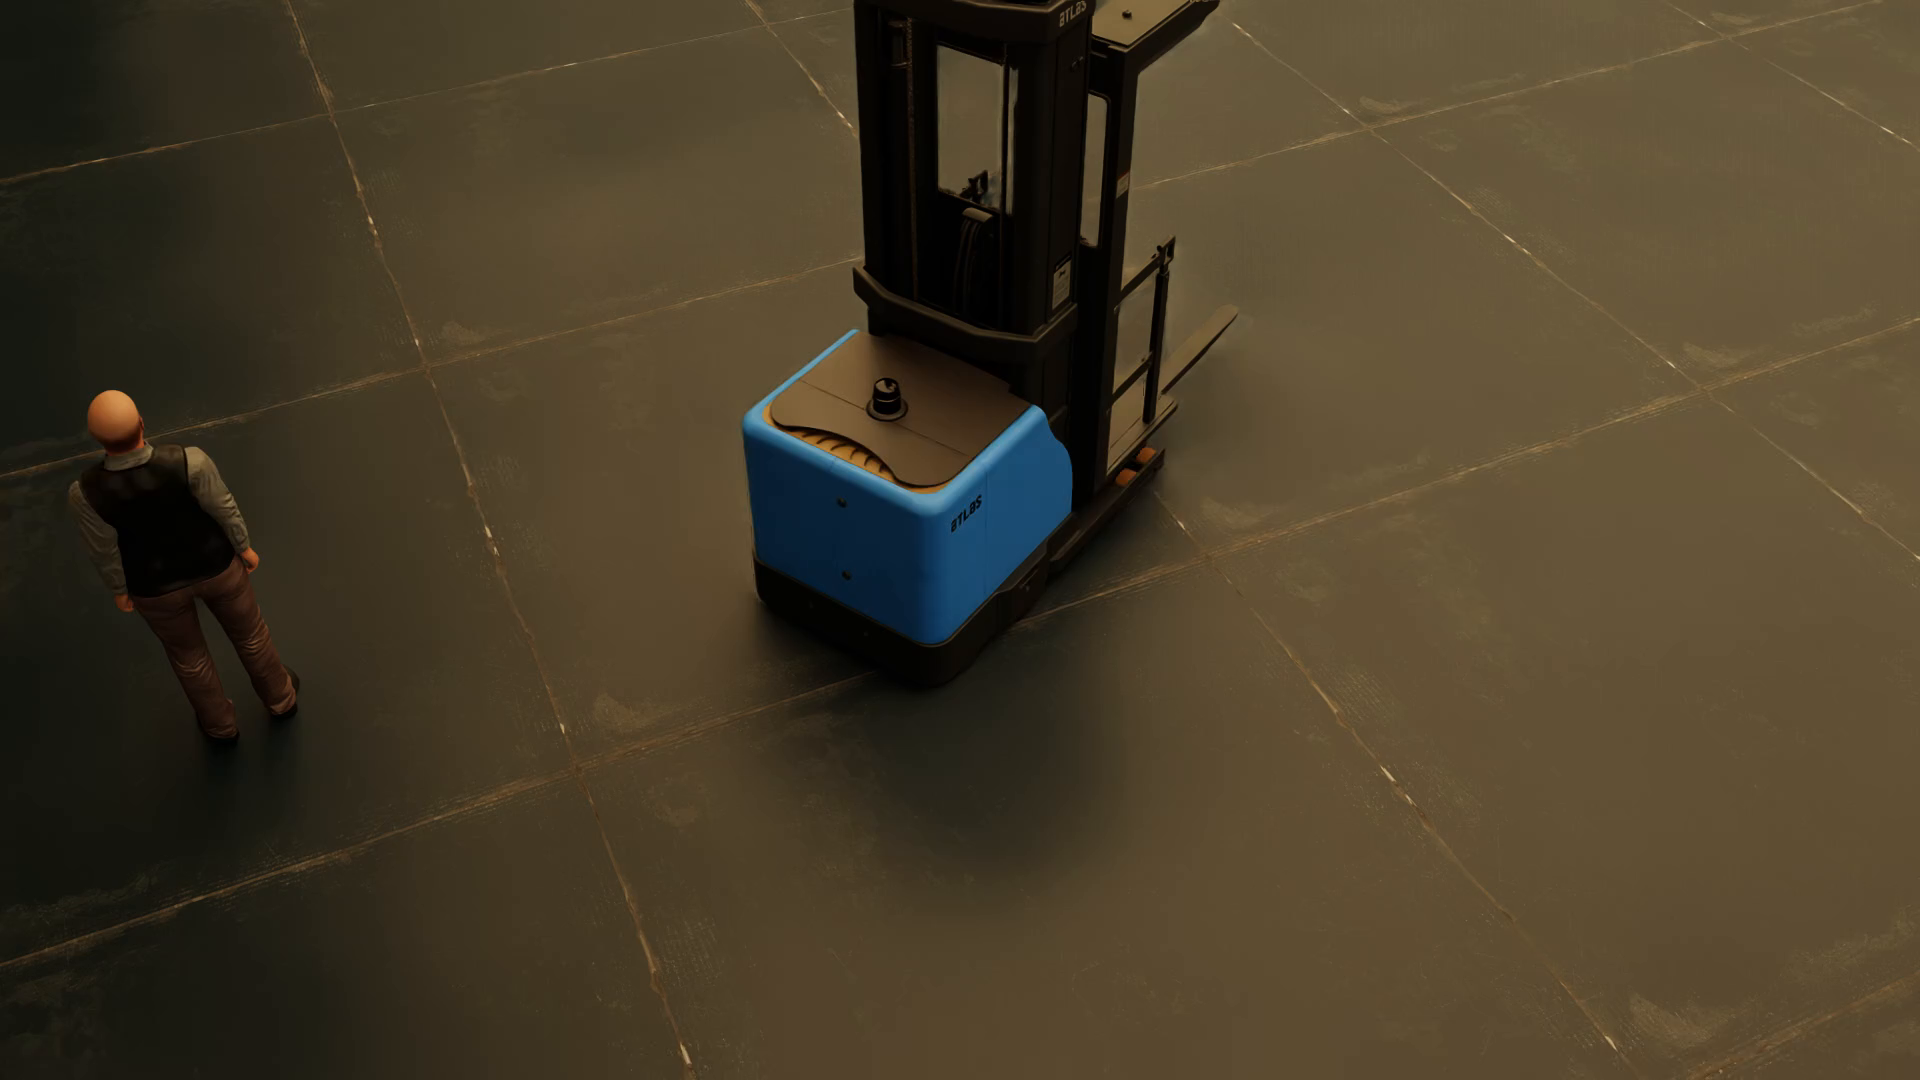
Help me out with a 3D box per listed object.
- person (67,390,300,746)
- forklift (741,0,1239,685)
[{"bbox_3d":[-3.015,0.112,6.447,0.541,1.725,0.367,-21,47,-21],"label":"person"},{"bbox_3d":[0.341,-1.424,7.206,1.130,2.935,3.031,25,49,25],"label":"forklift"}]
